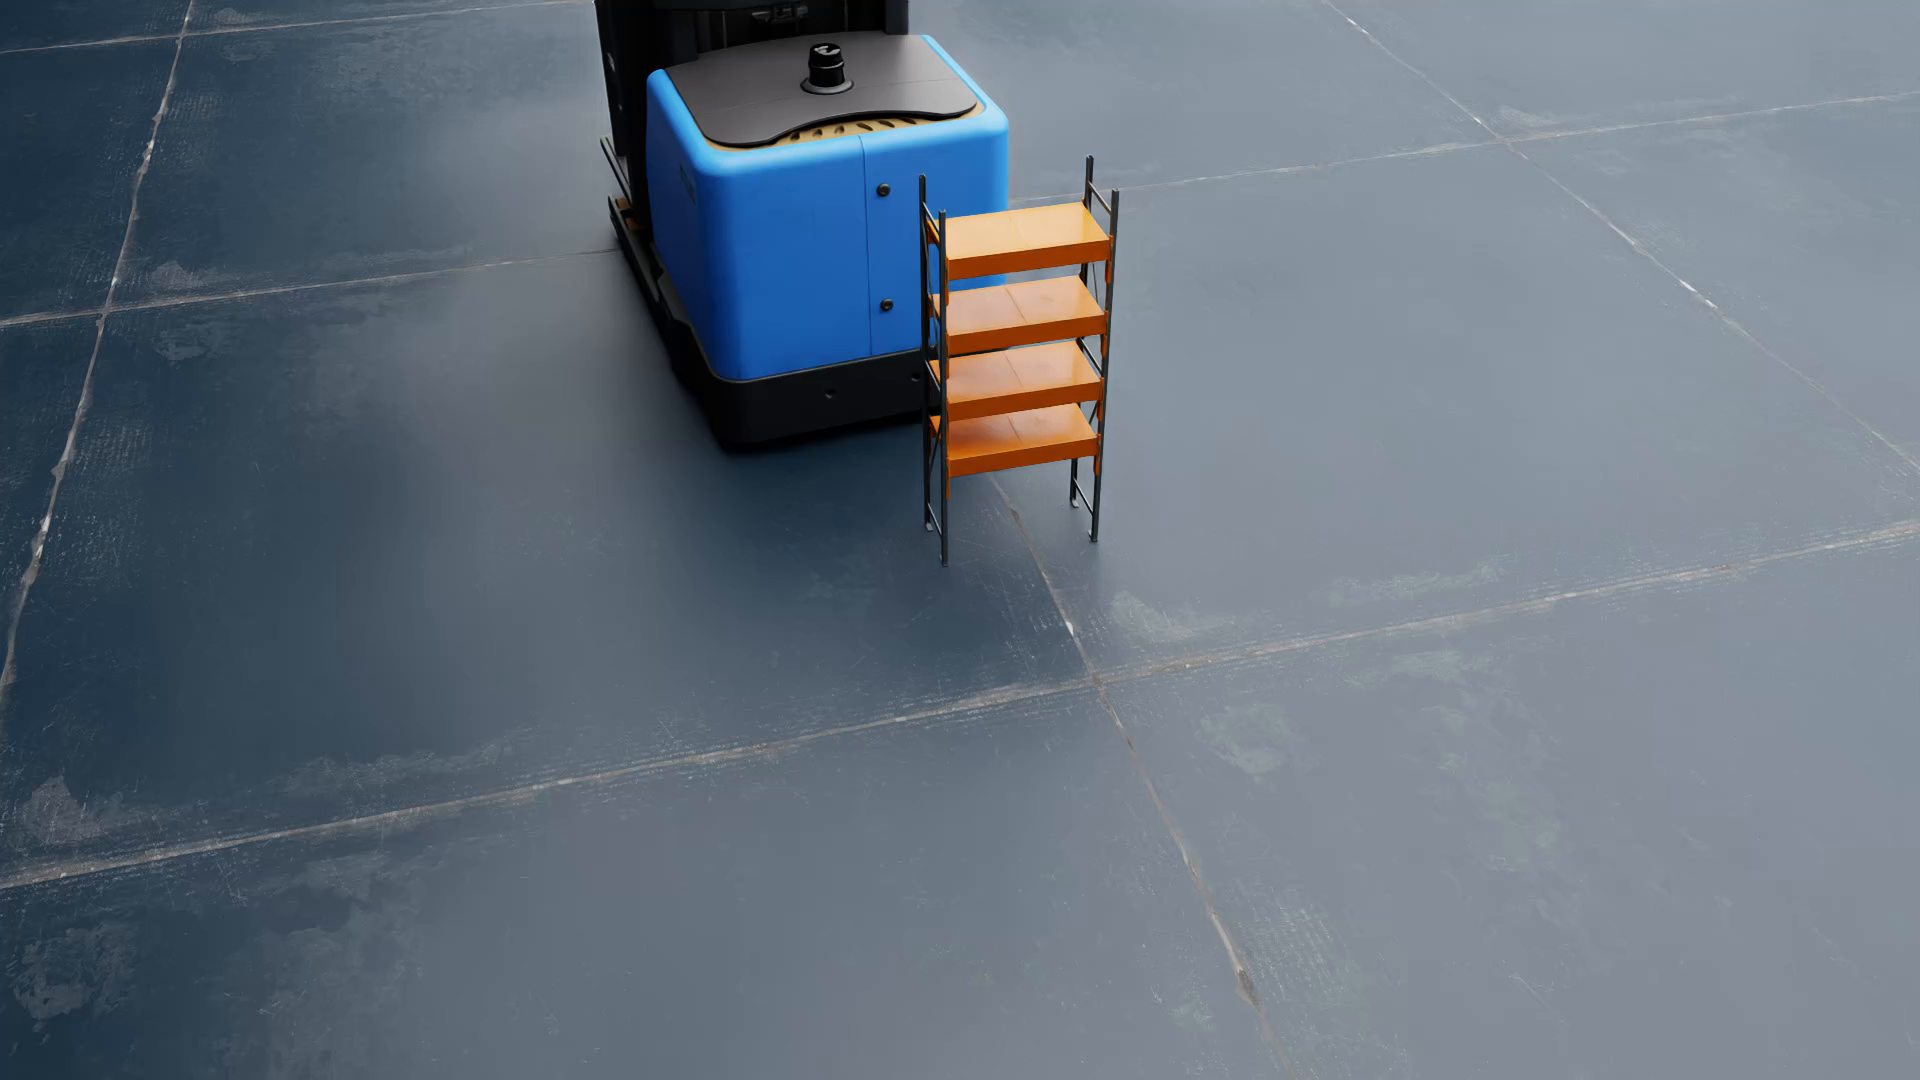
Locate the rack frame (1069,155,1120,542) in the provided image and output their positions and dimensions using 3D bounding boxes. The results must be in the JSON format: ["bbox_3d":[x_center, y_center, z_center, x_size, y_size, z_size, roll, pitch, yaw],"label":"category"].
[{"bbox_3d":[0.395,-0.541,4.970,0.015,1.200,0.240,-9,38,-12],"label":"rack frame"}]

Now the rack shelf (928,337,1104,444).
[{"bbox_3d":[0.160,-0.449,4.961,0.480,0.148,0.258,-9,38,-12],"label":"rack shelf"}]

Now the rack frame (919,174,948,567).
[{"bbox_3d":[-0.076,-0.464,4.869,0.015,1.200,0.240,-9,38,-12],"label":"rack frame"}]

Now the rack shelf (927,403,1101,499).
[{"bbox_3d":[0.160,-0.292,5.081,0.480,0.148,0.258,-9,38,-12],"label":"rack shelf"}]

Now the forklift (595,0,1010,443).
[{"bbox_3d":[-0.809,-2.384,5.954,1.130,2.935,3.031,-12,39,-16],"label":"forklift"}]

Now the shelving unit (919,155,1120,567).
[{"bbox_3d":[0.160,-0.503,4.920,0.503,1.200,0.258,-9,38,-12],"label":"shelving unit"}]

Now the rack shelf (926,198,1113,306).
[{"bbox_3d":[0.160,-0.815,4.681,0.480,0.148,0.258,-9,38,-12],"label":"rack shelf"}]

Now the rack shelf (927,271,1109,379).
[{"bbox_3d":[0.160,-0.627,4.825,0.480,0.148,0.258,-9,38,-12],"label":"rack shelf"}]
